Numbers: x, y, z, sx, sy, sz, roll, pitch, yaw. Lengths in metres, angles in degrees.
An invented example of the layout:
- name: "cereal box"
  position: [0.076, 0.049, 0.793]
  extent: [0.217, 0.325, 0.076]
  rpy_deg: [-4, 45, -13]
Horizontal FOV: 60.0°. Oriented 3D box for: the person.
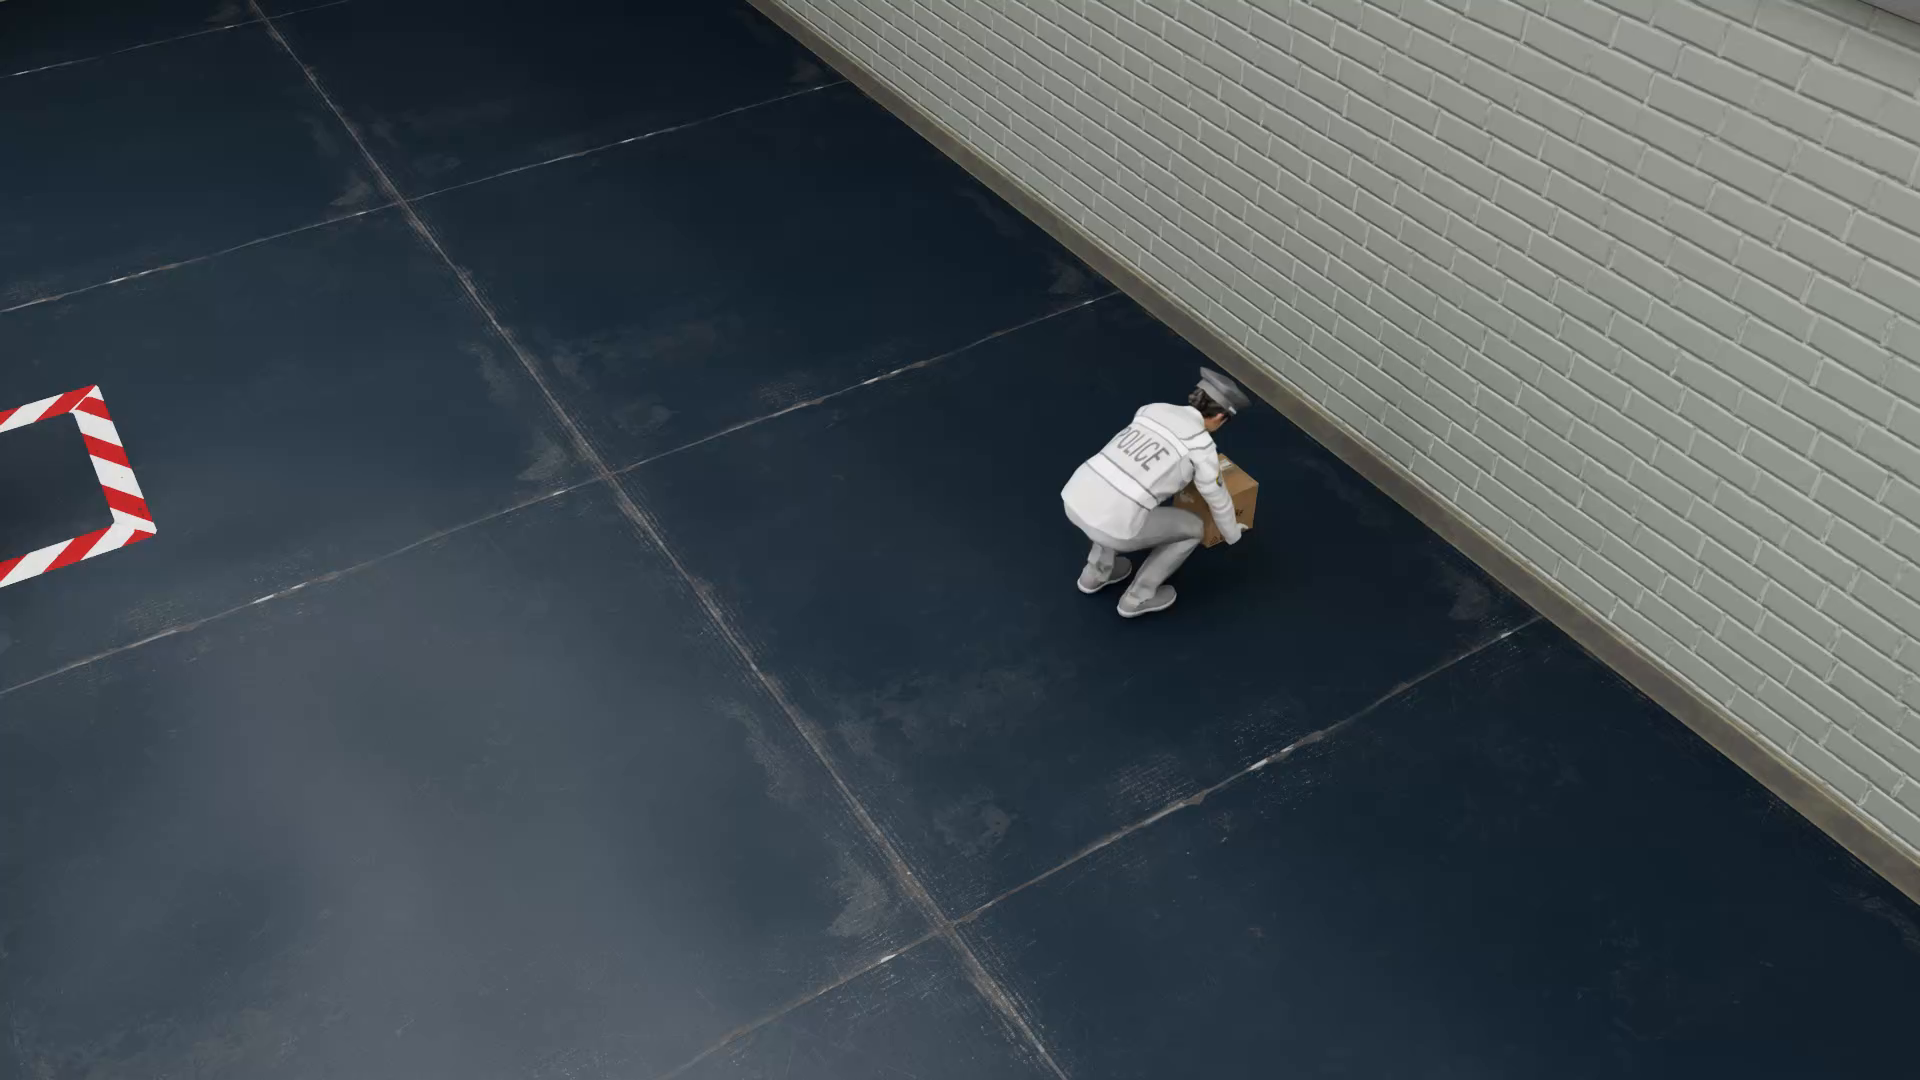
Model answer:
- name: "person"
  position: [0.818, -0.185, 6.896]
  extent: [0.883, 0.982, 0.454]
  rpy_deg: [-24, 46, -25]
